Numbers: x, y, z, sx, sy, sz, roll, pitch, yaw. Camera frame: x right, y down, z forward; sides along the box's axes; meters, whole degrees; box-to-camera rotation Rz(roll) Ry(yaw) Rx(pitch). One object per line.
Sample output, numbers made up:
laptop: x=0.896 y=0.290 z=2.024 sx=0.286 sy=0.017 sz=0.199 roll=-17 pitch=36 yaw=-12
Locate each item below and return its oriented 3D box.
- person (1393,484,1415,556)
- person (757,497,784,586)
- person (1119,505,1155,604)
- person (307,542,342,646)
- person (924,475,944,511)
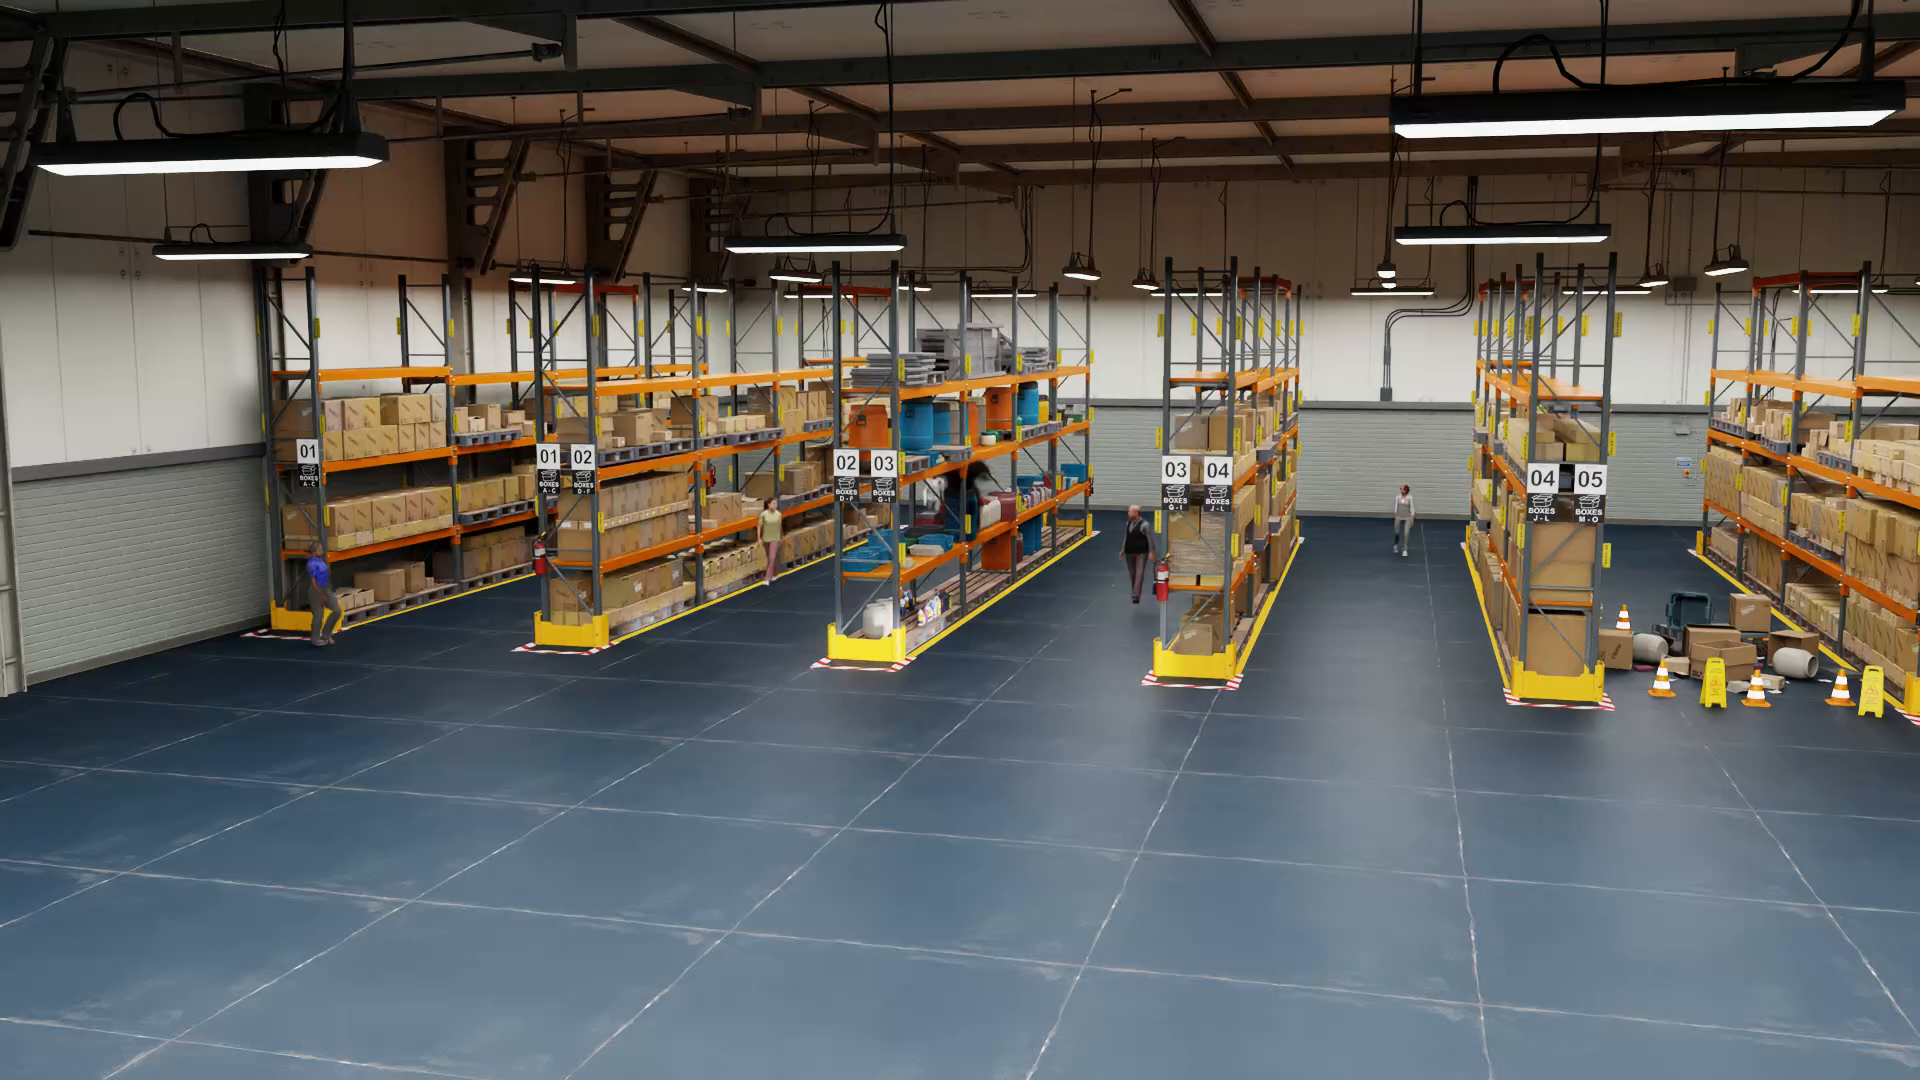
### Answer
person: x=9.810 y=-0.454 z=36.743 sx=0.429 sy=1.594 sz=0.479 roll=1 pitch=7 yaw=10
person: x=-3.521 y=0.012 z=30.746 sx=0.406 sy=1.625 sz=1.007 roll=2 pitch=8 yaw=17
person: x=3.067 y=0.242 z=28.730 sx=0.630 sy=1.692 sz=0.973 roll=3 pitch=8 yaw=19
person: x=-10.056 y=0.864 z=26.172 sx=0.460 sy=1.669 sz=0.462 roll=3 pitch=8 yaw=19
person: x=-0.633 y=-0.976 z=40.732 sx=0.511 sy=1.632 sz=0.953 roll=1 pitch=7 yaw=7
